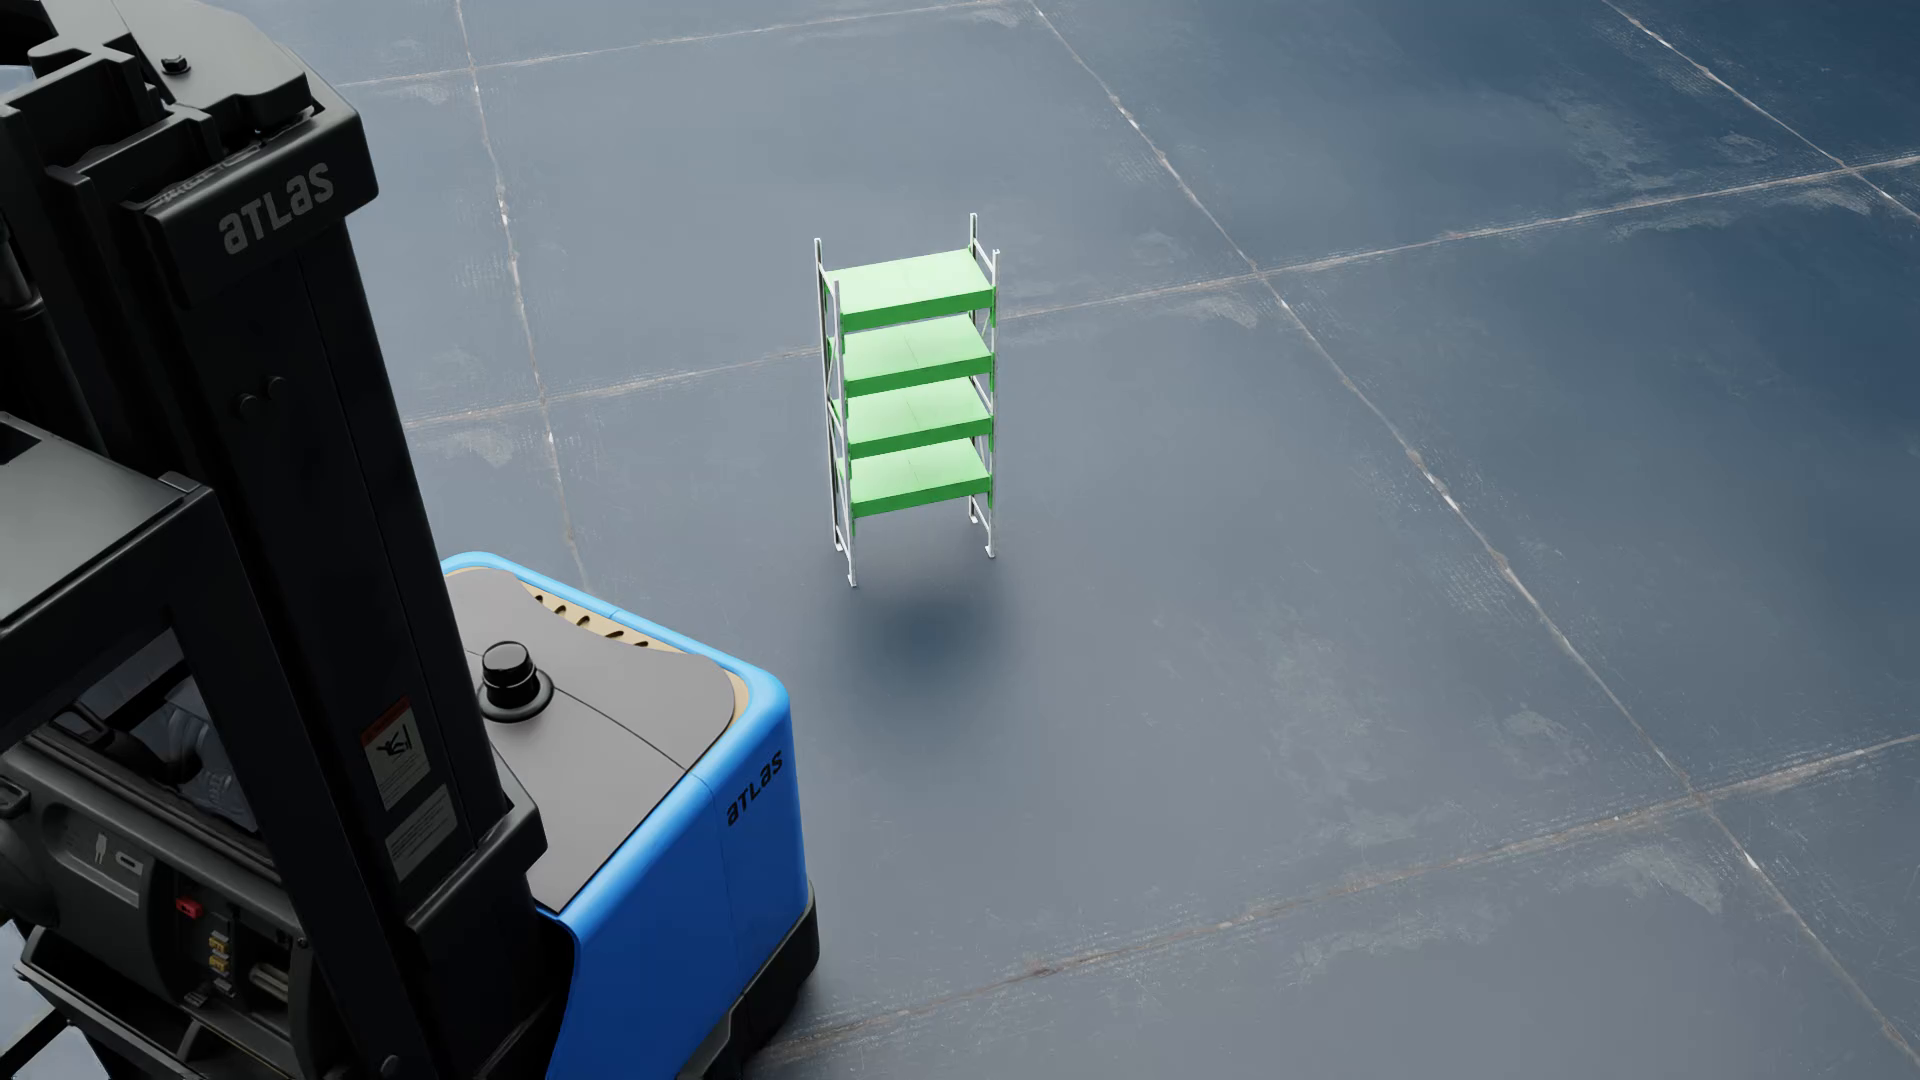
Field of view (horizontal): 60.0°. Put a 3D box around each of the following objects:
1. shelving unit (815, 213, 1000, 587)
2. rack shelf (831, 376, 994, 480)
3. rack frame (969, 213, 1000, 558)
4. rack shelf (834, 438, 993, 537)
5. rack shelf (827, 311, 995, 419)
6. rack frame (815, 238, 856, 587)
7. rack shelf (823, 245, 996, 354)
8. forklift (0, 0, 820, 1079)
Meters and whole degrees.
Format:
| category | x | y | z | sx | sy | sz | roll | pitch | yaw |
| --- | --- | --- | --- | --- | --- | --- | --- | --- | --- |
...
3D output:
| category | x | y | z | sx | sy | sz | roll | pitch | yaw |
| --- | --- | --- | --- | --- | --- | --- | --- | --- | --- |
| shelving unit | -0.158 | -0.419 | 5.318 | 0.503 | 1.200 | 0.258 | -12 | 42 | -13 |
| rack shelf | -0.158 | -0.371 | 5.360 | 0.480 | 0.148 | 0.258 | -12 | 42 | -13 |
| rack frame | 0.075 | -0.467 | 5.373 | 0.015 | 1.200 | 0.240 | -12 | 42 | -13 |
| rack shelf | -0.158 | -0.190 | 5.518 | 0.480 | 0.148 | 0.258 | -12 | 42 | -13 |
| rack shelf | -0.158 | -0.552 | 5.202 | 0.480 | 0.148 | 0.258 | -12 | 42 | -13 |
| rack frame | -0.391 | -0.371 | 5.263 | 0.015 | 1.200 | 0.240 | -12 | 42 | -13 |
| rack shelf | -0.158 | -0.733 | 5.044 | 0.480 | 0.148 | 0.258 | -12 | 42 | -13 |
| forklift | -1.537 | 0.709 | 2.710 | 1.130 | 2.935 | 3.031 | 21 | 45 | 22 |
